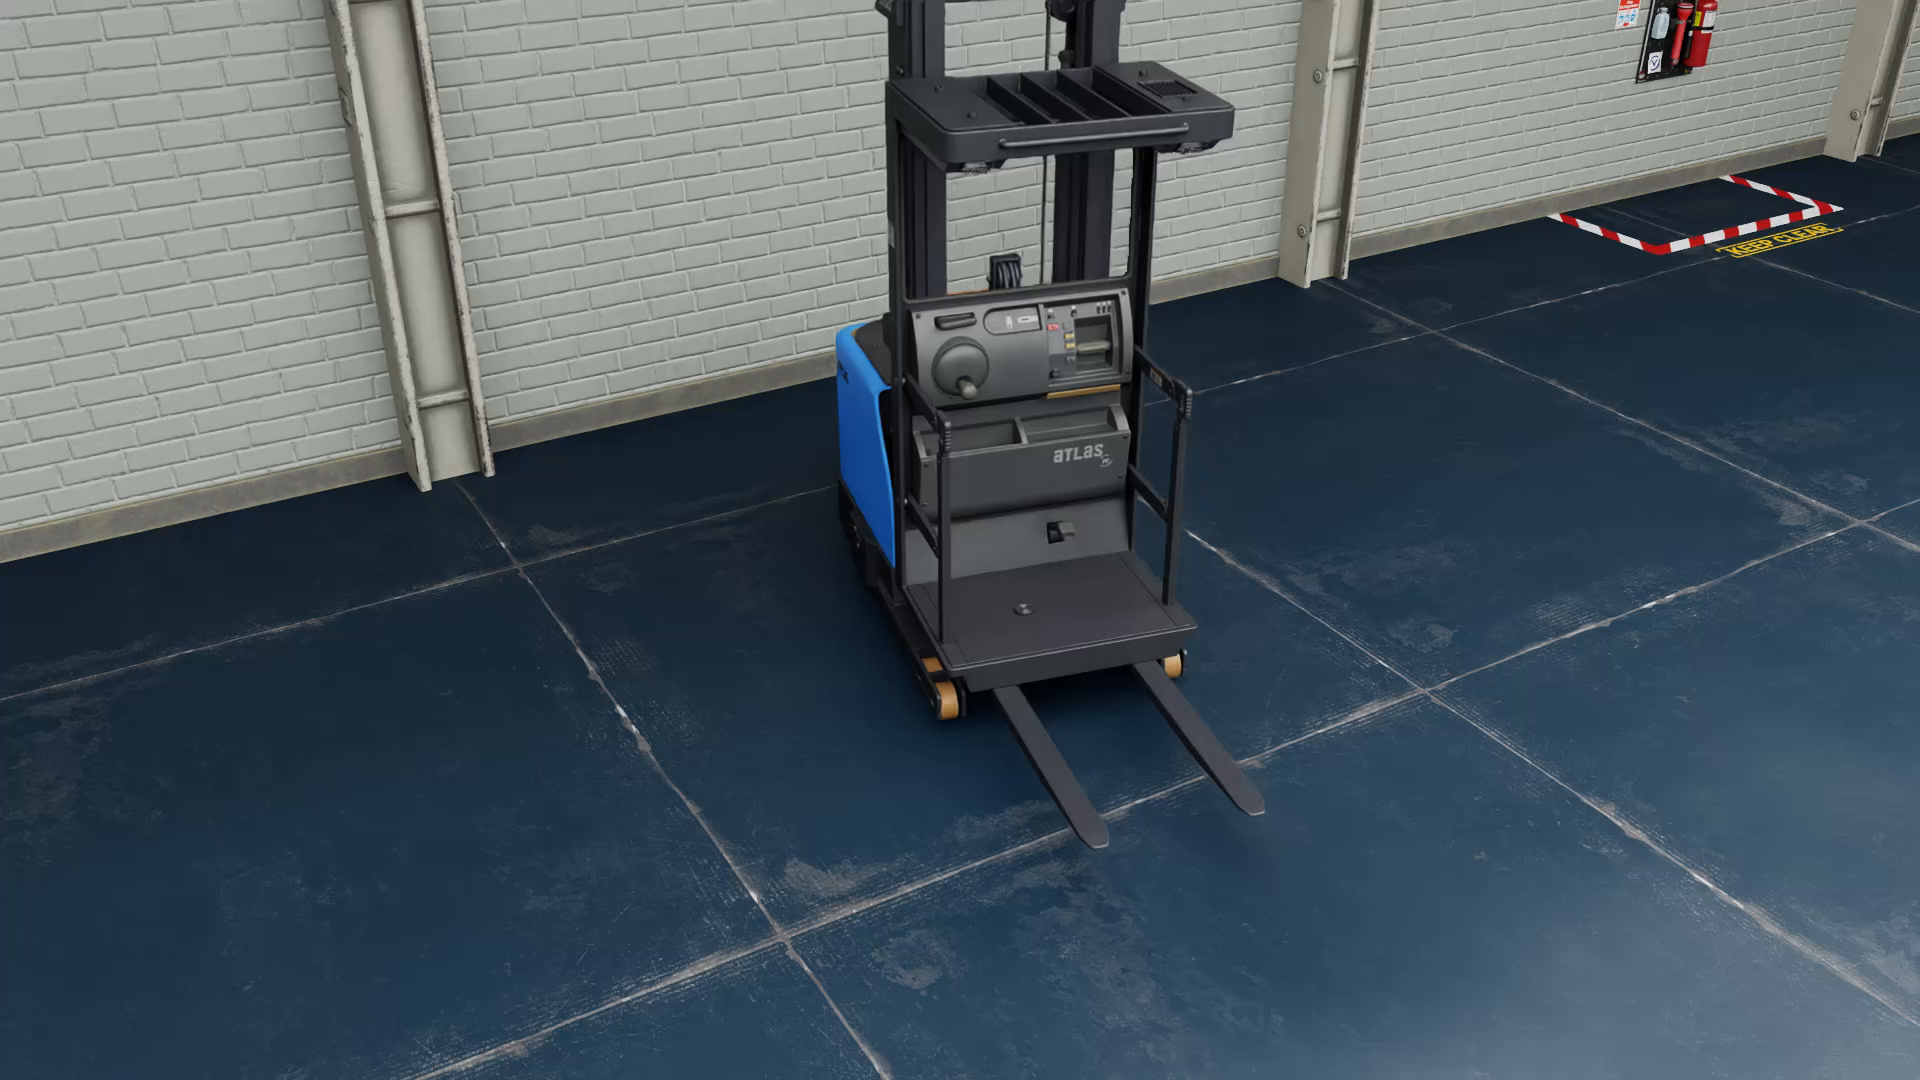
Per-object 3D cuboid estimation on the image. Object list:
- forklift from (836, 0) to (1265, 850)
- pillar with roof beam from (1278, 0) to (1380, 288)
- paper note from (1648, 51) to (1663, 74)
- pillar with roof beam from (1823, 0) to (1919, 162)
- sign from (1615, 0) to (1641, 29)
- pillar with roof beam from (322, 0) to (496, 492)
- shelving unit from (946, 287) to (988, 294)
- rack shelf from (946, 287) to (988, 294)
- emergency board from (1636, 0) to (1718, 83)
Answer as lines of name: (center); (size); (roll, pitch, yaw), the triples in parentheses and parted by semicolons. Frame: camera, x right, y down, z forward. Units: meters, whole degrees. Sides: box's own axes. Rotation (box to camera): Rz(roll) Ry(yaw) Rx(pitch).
forklift: (0.328, -0.752, 6.579); (1.130, 2.935, 3.031); (-9, 30, -15)
pillar with roof beam: (4.626, -3.980, 6.148); (0.400, 9.000, 9.100); (-16, 33, -26)
paper note: (5.280, -3.626, 12.628); (0.142, 0.148, 0.016); (-16, 33, -26)
pillar with roof beam: (9.799, -5.449, 8.809); (0.400, 9.000, 9.100); (-16, 33, -26)
sign: (4.939, -3.950, 12.265); (0.234, 0.329, 0.001); (-16, 33, -26)
pillar with roof beam: (-0.547, -2.511, 3.487); (0.400, 9.000, 9.100); (-16, 33, -26)
shelving unit: (-0.014, -0.786, 8.431); (0.503, 1.200, 0.258); (-9, 30, -15)
rack shelf: (-0.015, -1.131, 8.243); (0.480, 0.148, 0.258); (-9, 30, -15)
emergency board: (5.468, -4.026, 12.441); (0.643, 1.169, 0.194); (-16, 33, -26)
